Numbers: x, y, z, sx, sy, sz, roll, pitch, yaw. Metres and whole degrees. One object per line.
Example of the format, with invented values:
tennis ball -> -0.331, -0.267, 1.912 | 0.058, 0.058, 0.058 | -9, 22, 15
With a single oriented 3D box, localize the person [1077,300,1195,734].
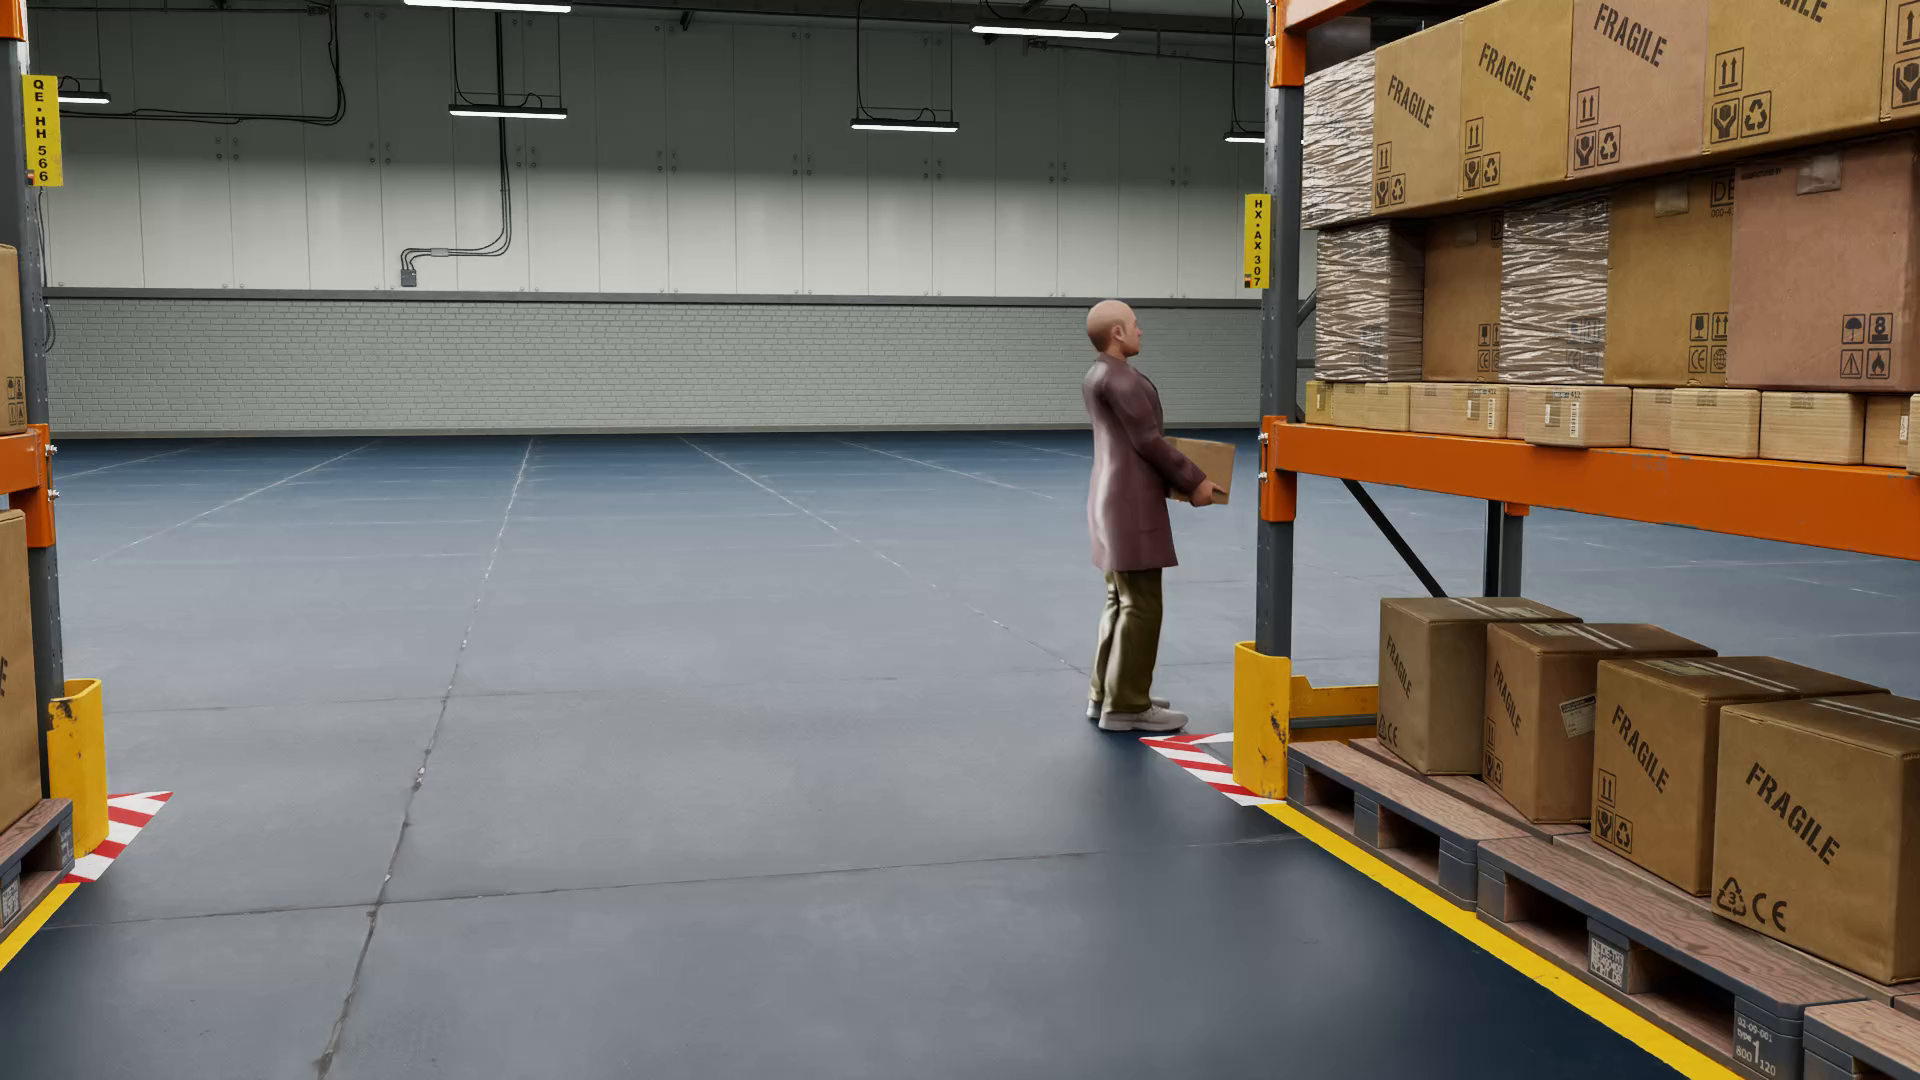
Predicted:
person -> 0.712, -0.111, 6.950 | 0.429, 1.772, 0.644 | -1, 6, -12
